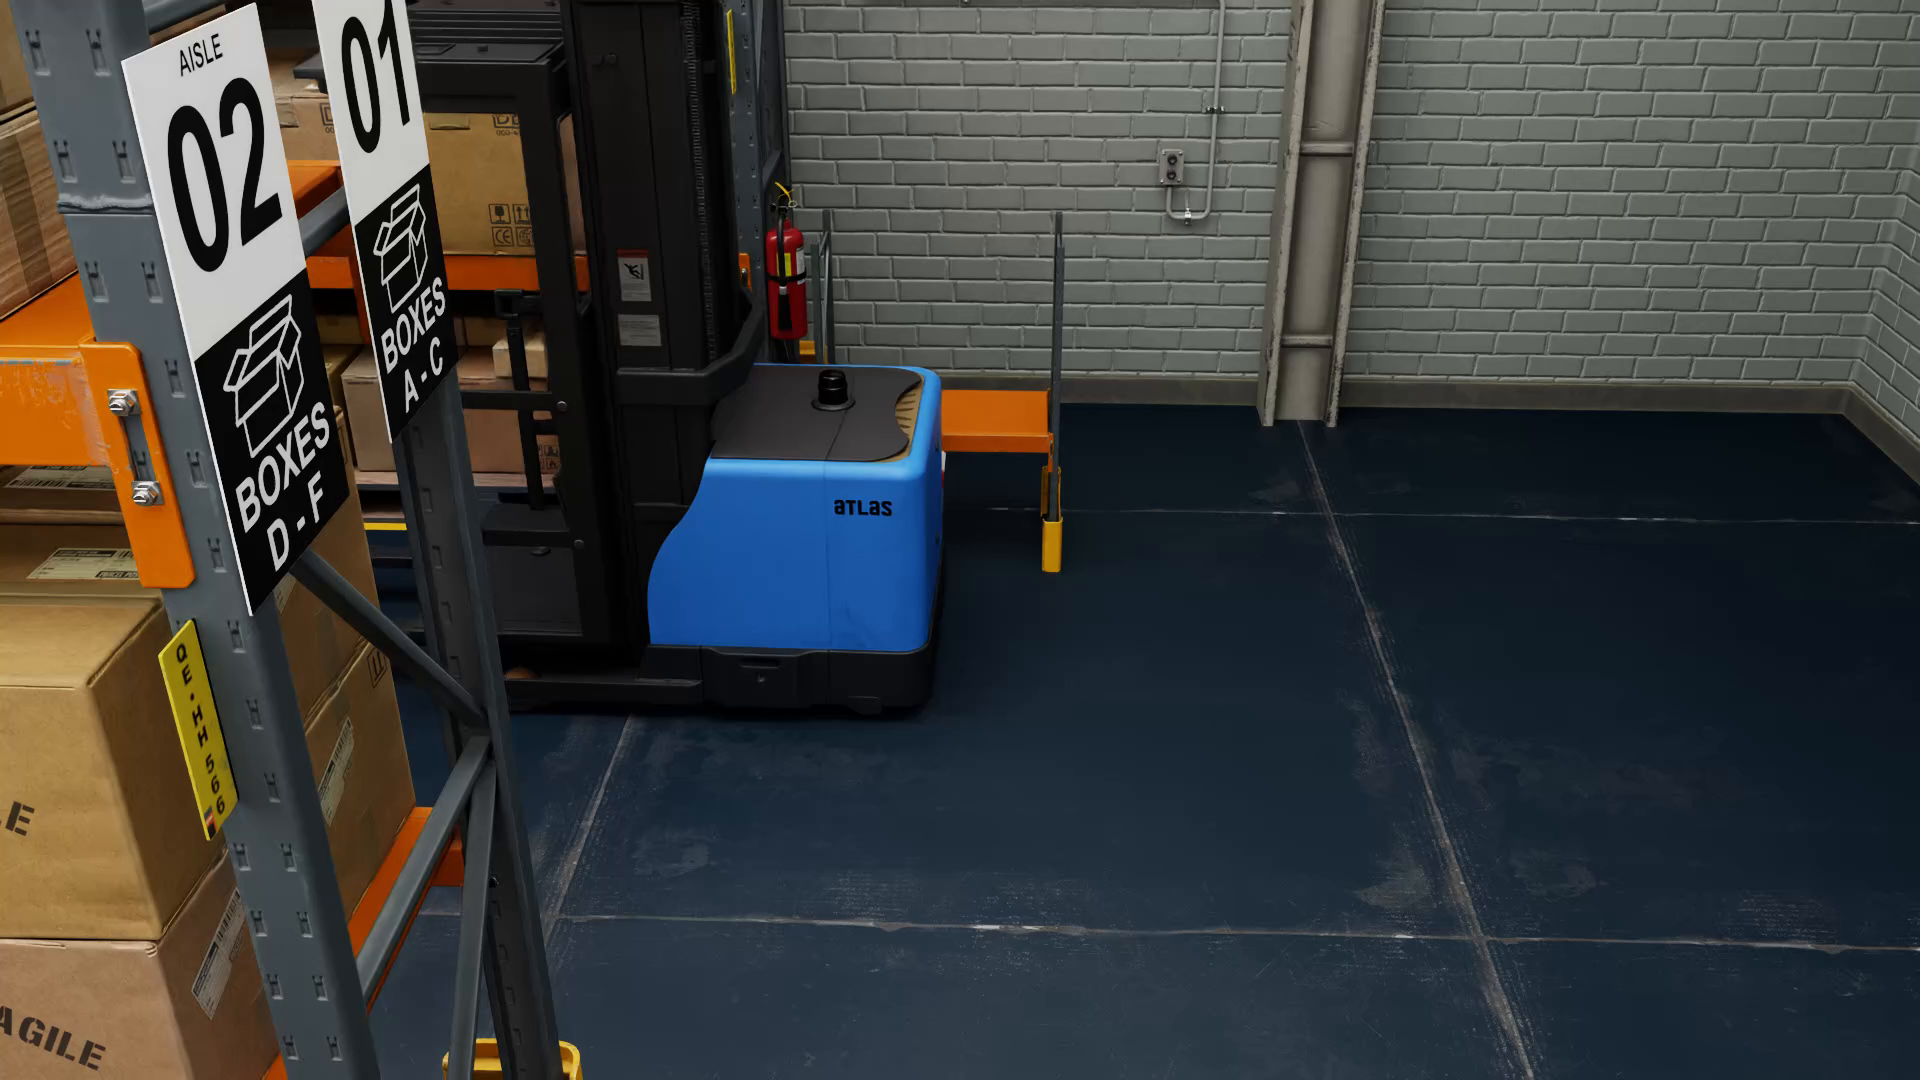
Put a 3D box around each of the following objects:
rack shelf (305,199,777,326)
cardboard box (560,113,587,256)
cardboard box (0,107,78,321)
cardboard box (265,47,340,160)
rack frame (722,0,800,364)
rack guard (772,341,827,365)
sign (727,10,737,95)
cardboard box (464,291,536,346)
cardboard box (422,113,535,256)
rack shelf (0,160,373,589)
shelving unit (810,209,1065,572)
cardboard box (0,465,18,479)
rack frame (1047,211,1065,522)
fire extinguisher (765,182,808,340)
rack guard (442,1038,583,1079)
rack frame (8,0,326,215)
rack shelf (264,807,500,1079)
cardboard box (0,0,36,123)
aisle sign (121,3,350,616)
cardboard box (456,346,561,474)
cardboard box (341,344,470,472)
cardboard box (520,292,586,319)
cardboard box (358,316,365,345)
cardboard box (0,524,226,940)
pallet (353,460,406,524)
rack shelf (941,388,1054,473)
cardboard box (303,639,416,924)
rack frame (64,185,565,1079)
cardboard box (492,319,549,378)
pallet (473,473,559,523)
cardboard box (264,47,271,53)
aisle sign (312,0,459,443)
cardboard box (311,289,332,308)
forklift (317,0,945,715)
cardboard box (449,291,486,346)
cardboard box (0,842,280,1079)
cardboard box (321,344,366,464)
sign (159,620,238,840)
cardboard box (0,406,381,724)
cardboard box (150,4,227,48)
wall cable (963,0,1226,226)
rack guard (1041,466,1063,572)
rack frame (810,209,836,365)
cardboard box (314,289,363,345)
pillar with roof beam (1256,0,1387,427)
[{"bbox_3d":[-2.904,-1.360,7.882,4.000,0.370,1.077,1,28,2],"label":"rack shelf"},{"bbox_3d":[-1.415,-1.781,7.587,0.700,0.700,0.980,2,28,4],"label":"cardboard box"},{"bbox_3d":[-1.599,-0.470,2.392,0.500,0.250,0.500,1,28,2],"label":"cardboard box"},{"bbox_3d":[-2.904,-1.805,7.632,0.700,0.700,0.980,0,28,-1],"label":"cardboard box"},{"bbox_3d":[-0.905,-1.645,7.651,0.127,3.000,1.000,1,28,2],"label":"rack frame"},{"bbox_3d":[-0.881,-0.540,8.235,0.348,0.500,1.175,1,28,2],"label":"rack guard"},{"bbox_3d":[-0.938,-2.008,6.845,0.005,0.325,0.100,1,28,2],"label":"sign"},{"bbox_3d":[-2.233,-1.081,8.115,0.250,0.149,0.380,1,28,2],"label":"cardboard box"},{"bbox_3d":[-2.143,-1.788,7.600,0.700,0.700,0.980,1,28,1],"label":"cardboard box"},{"bbox_3d":[-3.075,-0.367,2.805,4.000,0.370,1.077,1,28,2],"label":"rack shelf"},{"bbox_3d":[-0.076,-0.664,7.401,1.083,1.500,0.587,1,28,2],"label":"shelving unit"},{"bbox_3d":[-2.033,0.052,3.275,0.500,0.500,0.500,1,28,2],"label":"cardboard box"},{"bbox_3d":[0.423,-0.656,7.386,0.032,1.500,0.500,1,28,2],"label":"rack frame"},{"bbox_3d":[-0.771,-1.228,7.344,0.183,0.674,0.296,1,28,2],"label":"fire extinguisher"},{"bbox_3d":[-1.152,1.777,3.864,0.348,0.500,1.175,1,28,2],"label":"rack guard"},{"bbox_3d":[-1.076,-1.977,1.871,0.127,3.000,1.000,1,28,2],"label":"rack frame"},{"bbox_3d":[-3.075,0.958,3.507,4.000,0.370,1.077,1,28,2],"label":"rack shelf"},{"bbox_3d":[-1.599,-0.695,2.283,0.500,0.250,0.500,1,28,2],"label":"cardboard box"},{"bbox_3d":[-1.019,-0.330,2.395,0.004,0.787,0.394,1,28,2],"label":"aisle sign"},{"bbox_3d":[-2.108,-0.699,8.087,0.500,0.500,0.700,1,28,2],"label":"cardboard box"},{"bbox_3d":[-2.611,-0.707,8.102,0.500,0.500,0.700,0,28,0],"label":"cardboard box"},{"bbox_3d":[-1.982,-1.077,8.107,0.250,0.149,0.380,1,28,2],"label":"cardboard box"},{"bbox_3d":[-2.743,-1.089,8.130,0.250,0.149,0.380,1,28,2],"label":"cardboard box"},{"bbox_3d":[-1.531,0.309,2.790,0.500,0.500,0.500,1,28,1],"label":"cardboard box"},{"bbox_3d":[-2.923,-0.411,8.300,1.213,0.211,1.003,1,28,2],"label":"pallet"},{"bbox_3d":[-0.085,-0.505,7.486,1.000,0.185,0.538,1,28,2],"label":"rack shelf"},{"bbox_3d":[-1.510,0.499,3.500,0.500,0.500,0.500,2,28,3],"label":"cardboard box"},{"bbox_3d":[-1.076,0.674,3.277,0.127,3.000,1.000,1,28,2],"label":"rack frame"},{"bbox_3d":[-1.998,-0.898,7.770,0.250,0.149,0.380,2,28,3],"label":"cardboard box"},{"bbox_3d":[-1.707,-0.390,8.260,1.213,0.211,1.003,1,28,2],"label":"pallet"},{"bbox_3d":[-3.632,-1.812,7.646,0.700,0.700,0.980,0,28,0],"label":"cardboard box"},{"bbox_3d":[-0.998,-0.611,2.925,0.004,0.787,0.394,1,28,2],"label":"aisle sign"},{"bbox_3d":[-3.254,-1.097,8.146,0.250,0.149,0.380,1,28,2],"label":"cardboard box"},{"bbox_3d":[-1.600,-0.874,6.269,3.031,2.935,1.130,2,28,3],"label":"forklift"},{"bbox_3d":[-2.487,-1.085,8.123,0.250,0.149,0.380,1,28,3],"label":"cardboard box"},{"bbox_3d":[-1.533,0.750,3.027,0.500,0.500,0.500,2,28,3],"label":"cardboard box"},{"bbox_3d":[-3.144,-0.713,8.112,0.500,0.500,0.700,2,28,3],"label":"cardboard box"},{"bbox_3d":[-1.116,0.282,2.442,0.005,0.325,0.100,1,28,2],"label":"sign"},{"bbox_3d":[-1.510,0.057,3.266,0.500,0.500,0.500,2,28,3],"label":"cardboard box"},{"bbox_3d":[-1.580,-0.937,2.738,0.500,0.250,0.500,1,28,2],"label":"cardboard box"},{"bbox_3d":[0.408,-2.516,8.208,1.851,1.984,0.084,1,28,2],"label":"wall cable"},{"bbox_3d":[0.422,-0.103,7.678,0.087,0.250,0.587,1,28,2],"label":"rack guard"},{"bbox_3d":[-0.593,-0.673,7.417,0.032,1.500,0.500,1,28,2],"label":"rack frame"},{"bbox_3d":[-2.996,-1.094,8.138,0.250,0.149,0.380,0,28,1],"label":"cardboard box"},{"bbox_3d":[1.672,-2.641,3.124,0.400,9.000,9.100,1,28,2],"label":"pillar with roof beam"}]
